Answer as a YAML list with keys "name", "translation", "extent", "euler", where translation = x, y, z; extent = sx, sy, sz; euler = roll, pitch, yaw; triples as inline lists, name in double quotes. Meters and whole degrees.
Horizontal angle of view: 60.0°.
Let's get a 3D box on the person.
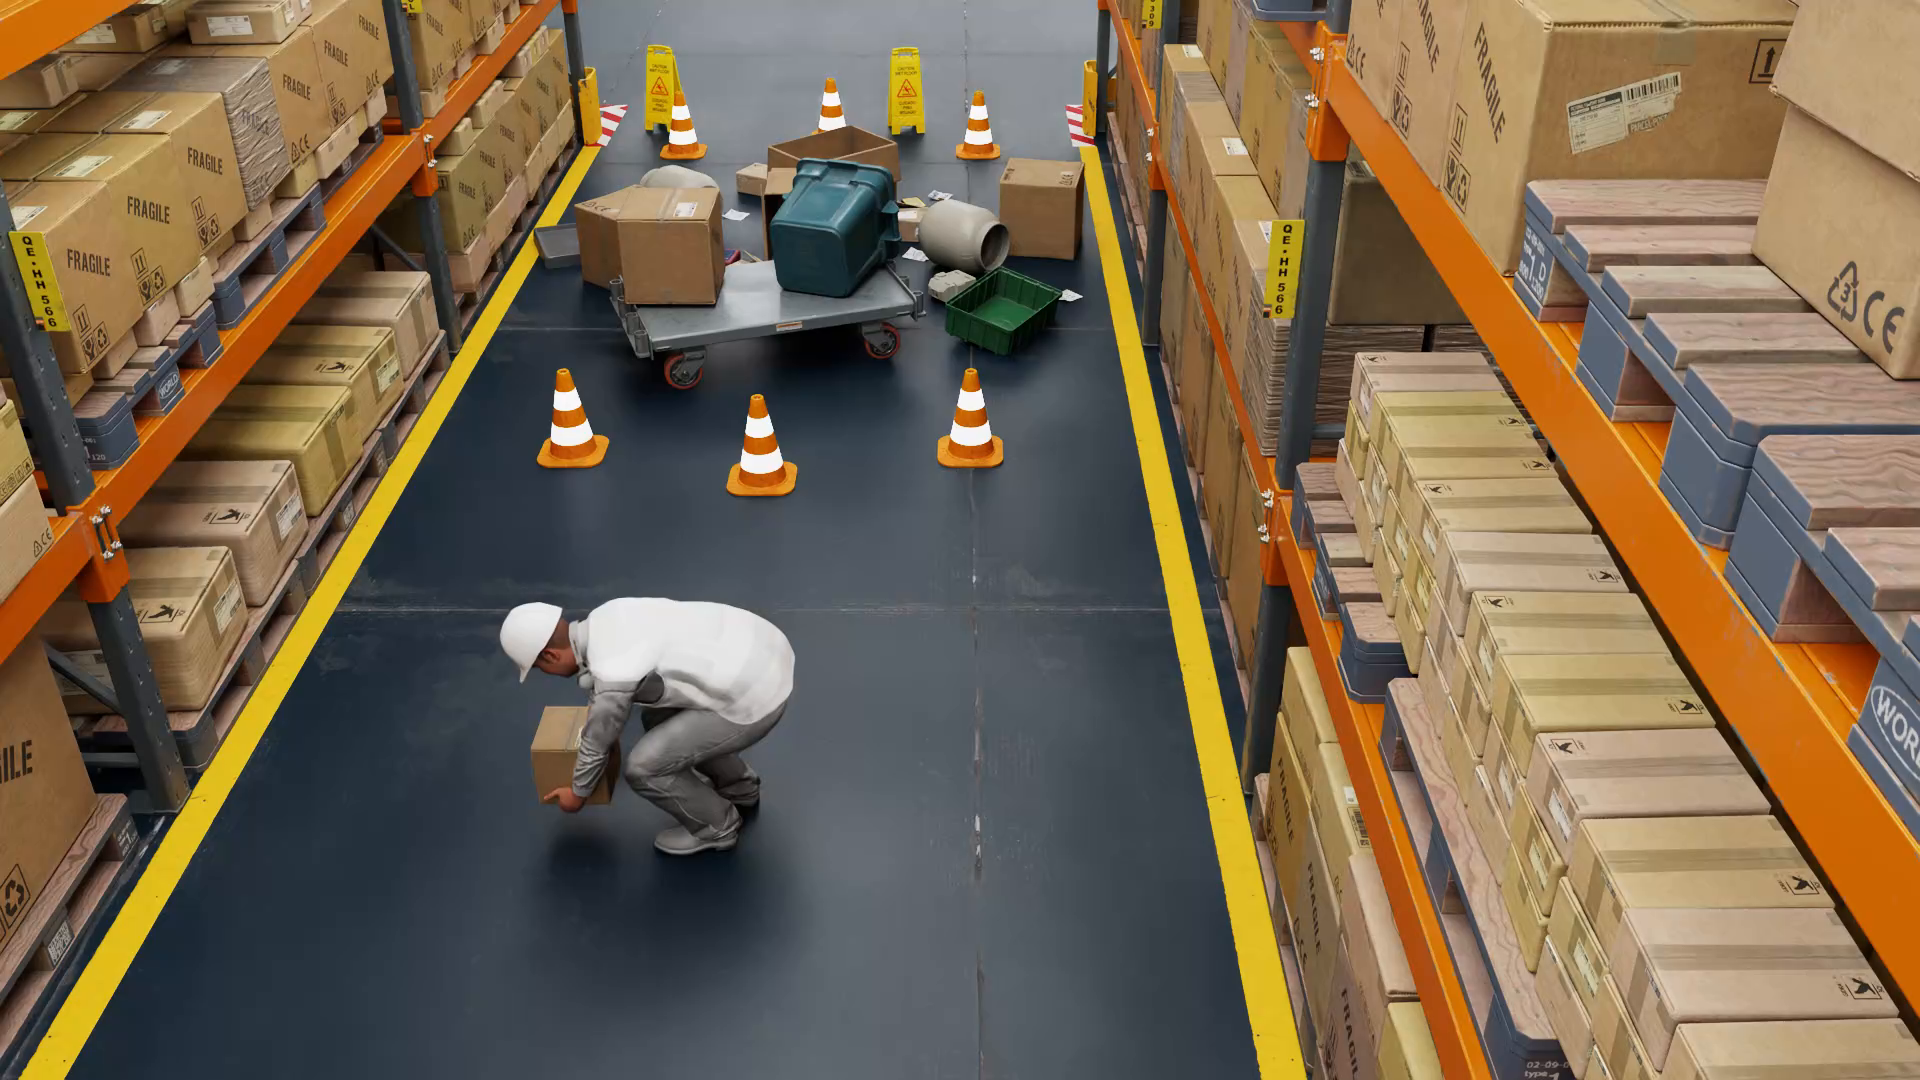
- name: "person"
  translation: [-1.062, 0.622, 5.845]
  extent: [0.973, 0.988, 0.506]
  euler: [-1, 31, -2]
